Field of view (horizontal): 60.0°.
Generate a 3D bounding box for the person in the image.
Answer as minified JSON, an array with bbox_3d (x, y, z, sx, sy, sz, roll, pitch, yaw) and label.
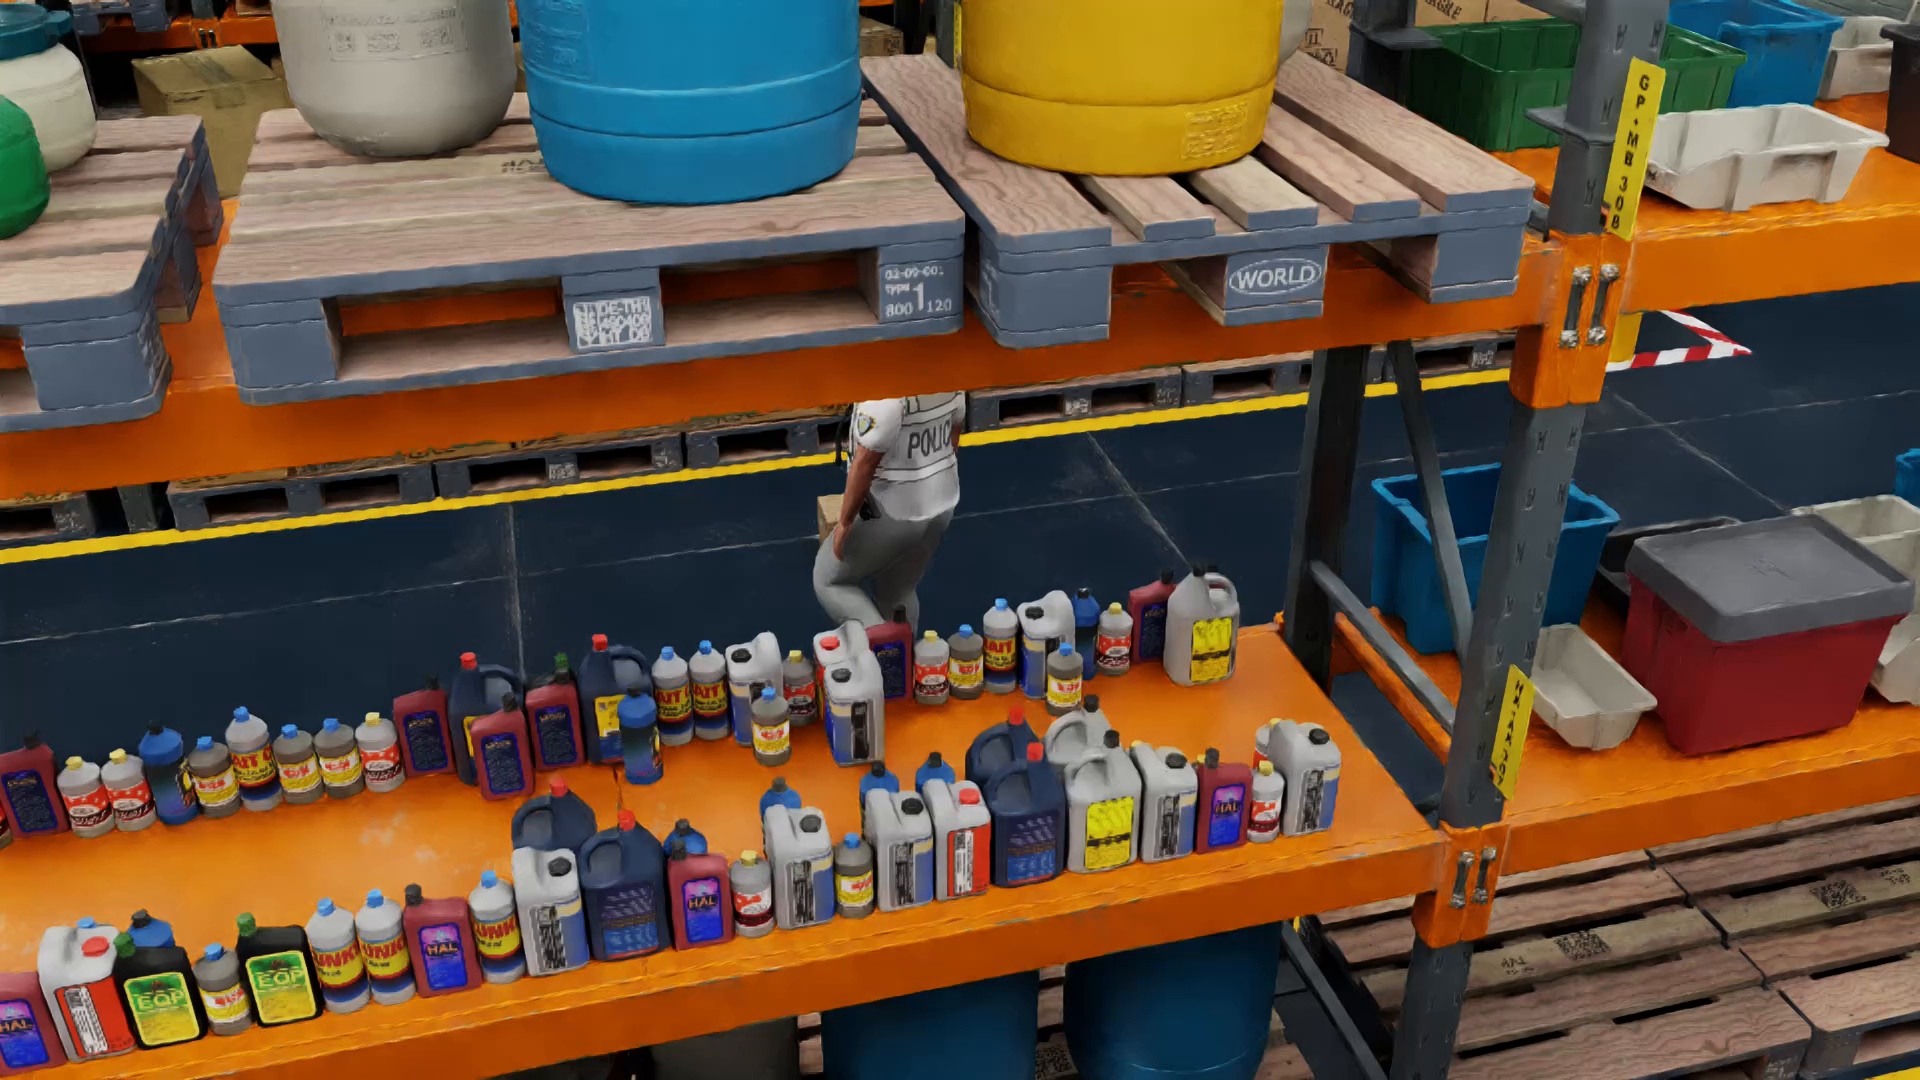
[{"bbox_3d":[-0.278,-0.131,6.371,0.481,1.737,0.682,18,35,28],"label":"person"}]
